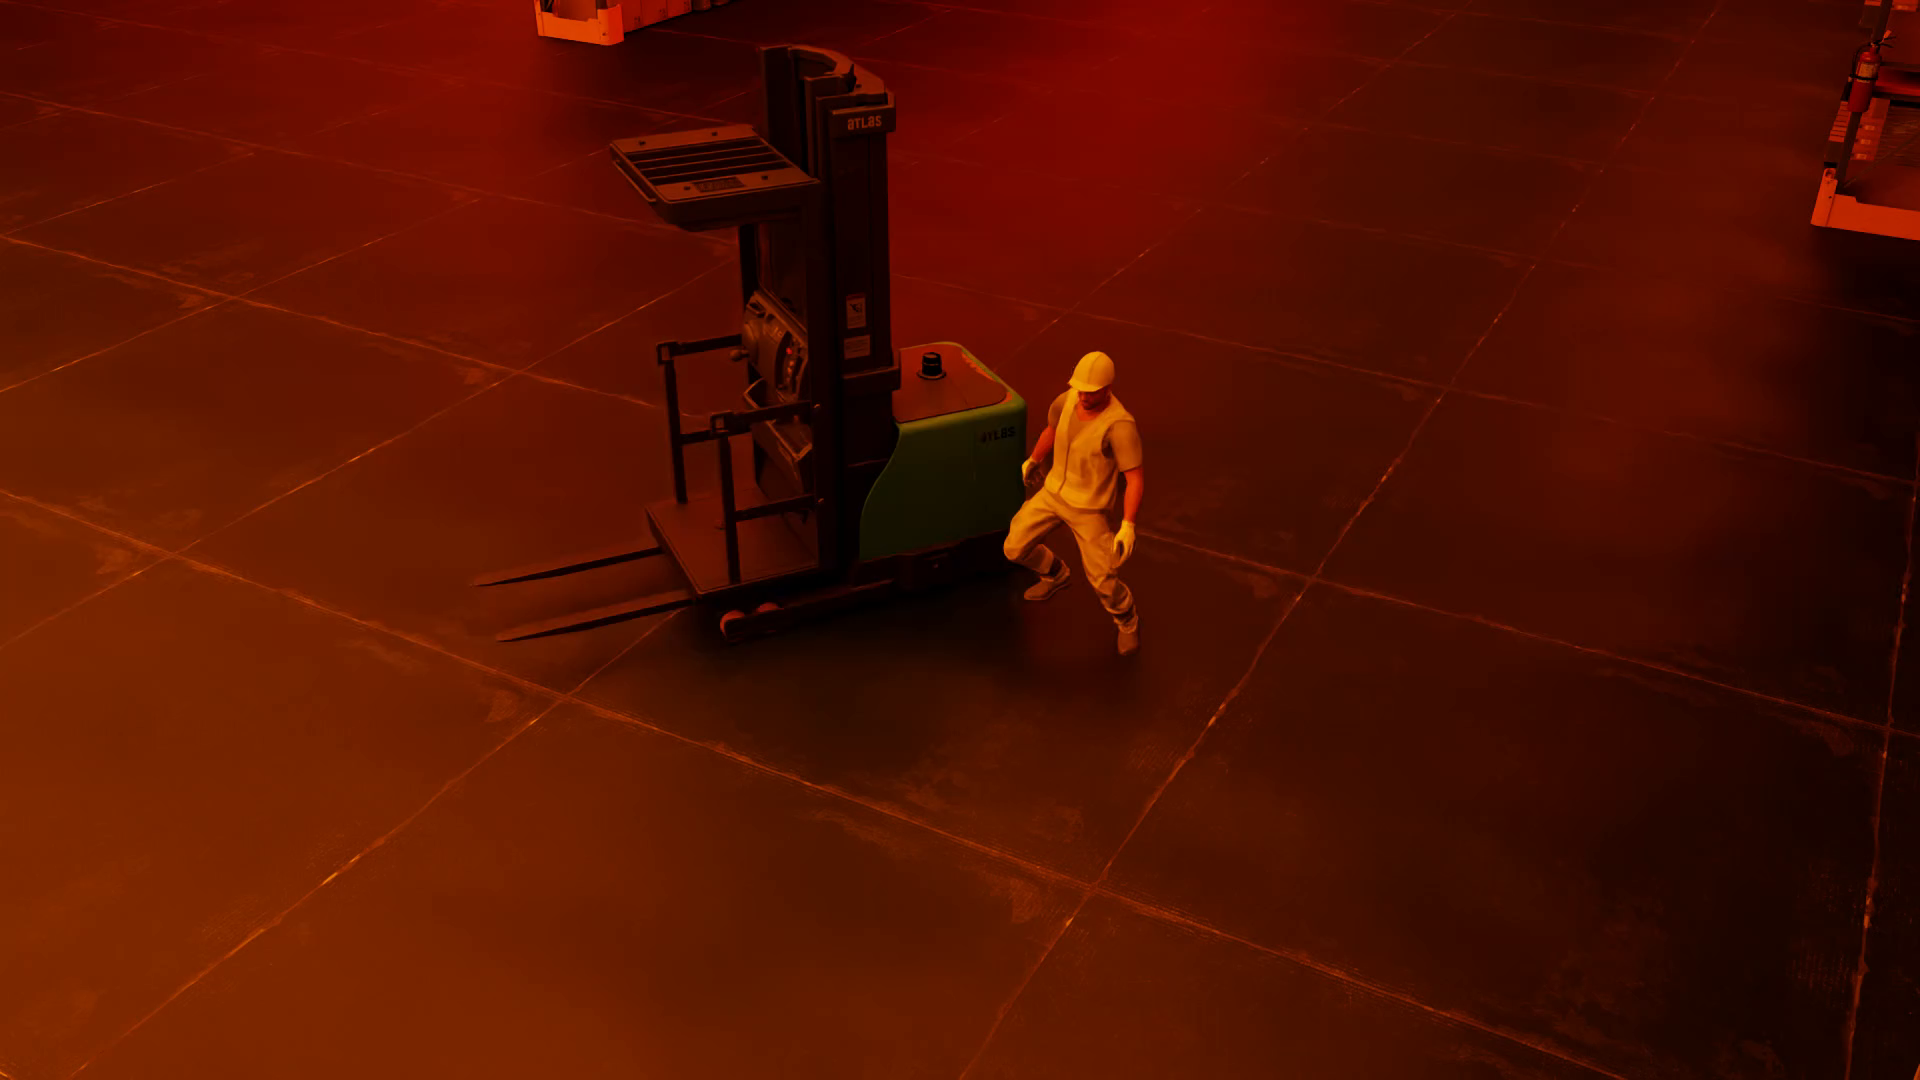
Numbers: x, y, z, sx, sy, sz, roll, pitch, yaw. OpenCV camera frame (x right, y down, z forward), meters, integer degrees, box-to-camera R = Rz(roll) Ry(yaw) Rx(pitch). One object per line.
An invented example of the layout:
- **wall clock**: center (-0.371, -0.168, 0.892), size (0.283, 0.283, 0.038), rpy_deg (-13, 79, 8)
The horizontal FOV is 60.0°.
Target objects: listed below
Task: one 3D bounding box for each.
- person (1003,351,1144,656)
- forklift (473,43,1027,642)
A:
- **person**: center (0.620, -0.223, 8.733), size (0.556, 1.685, 0.949), rpy_deg (-22, 37, -34)
- **forklift**: center (-1.173, -1.018, 8.835), size (3.031, 2.935, 1.130), rpy_deg (-13, 32, -21)
